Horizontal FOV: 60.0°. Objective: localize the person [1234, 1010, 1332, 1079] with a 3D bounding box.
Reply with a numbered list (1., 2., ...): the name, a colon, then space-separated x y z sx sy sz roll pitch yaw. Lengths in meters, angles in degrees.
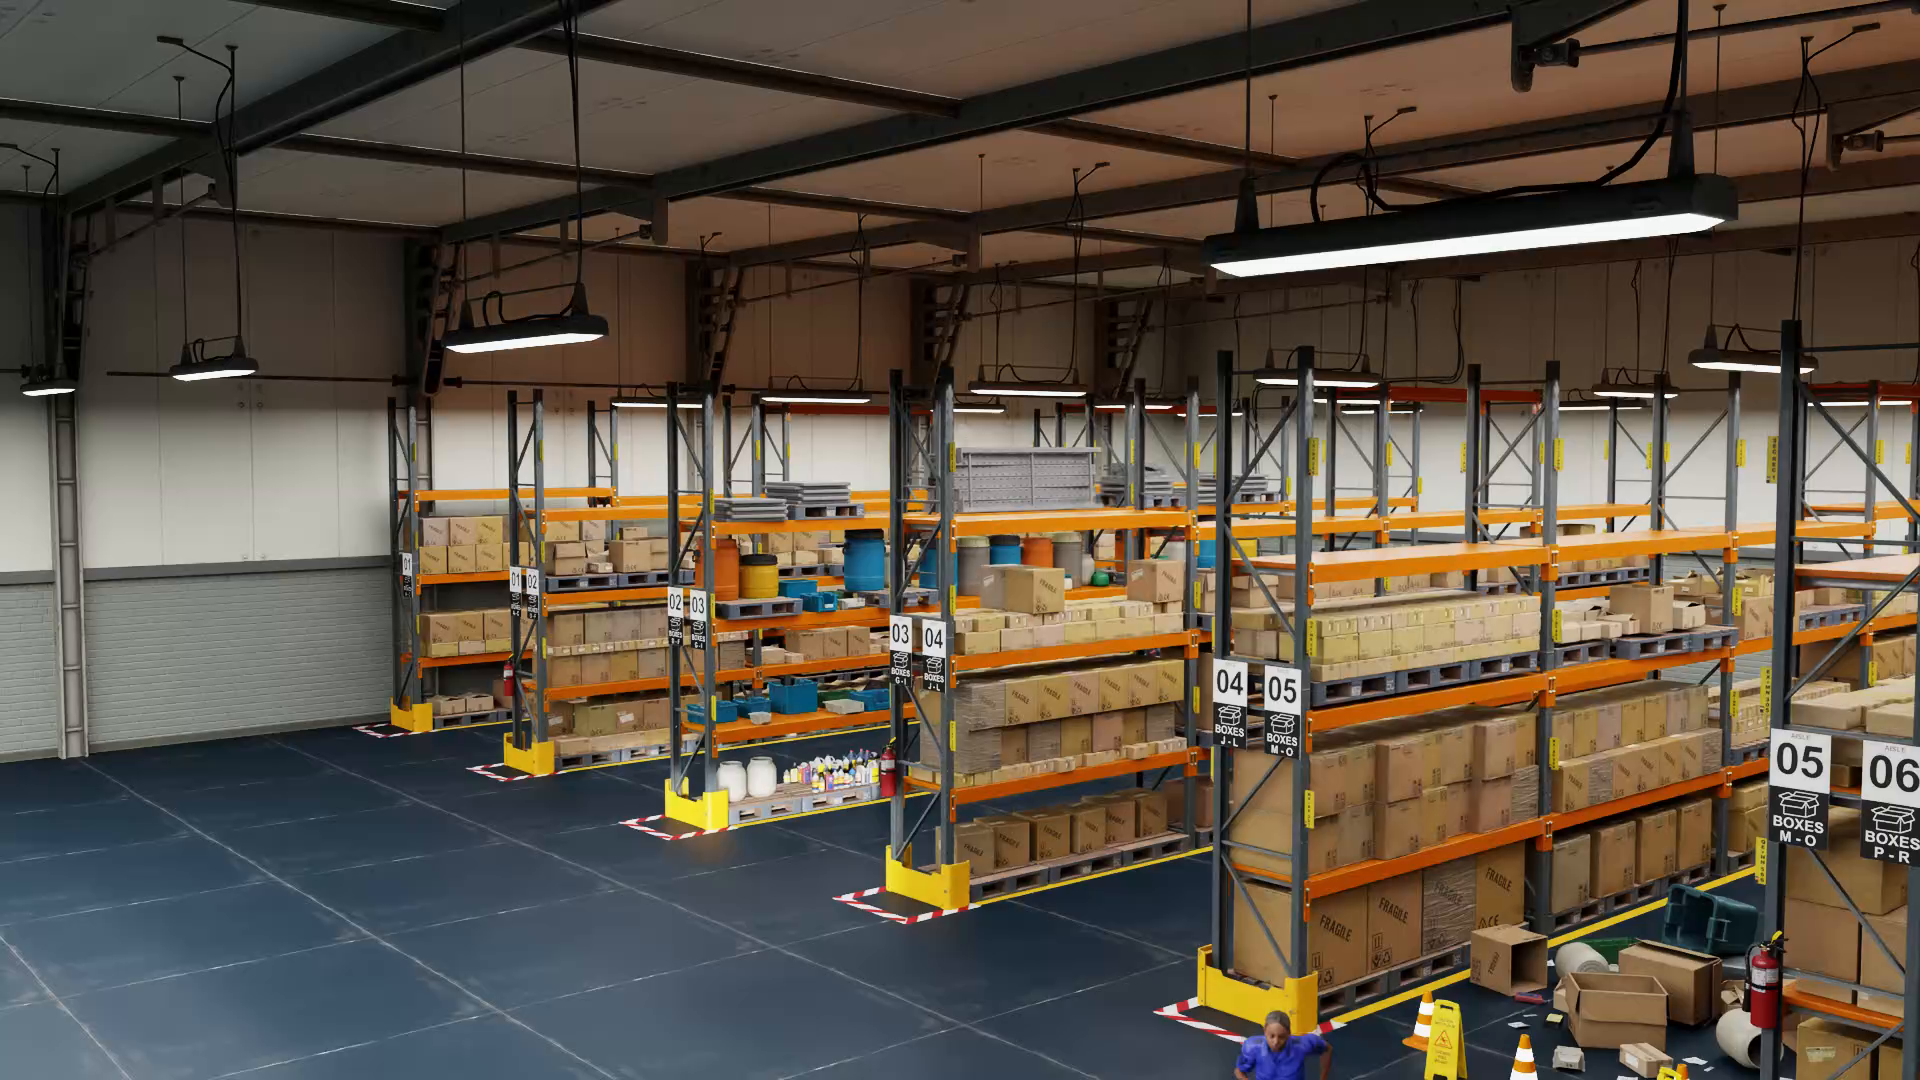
1. person: 2.124 3.774 10.930 0.617 1.601 0.966 1 3 13
